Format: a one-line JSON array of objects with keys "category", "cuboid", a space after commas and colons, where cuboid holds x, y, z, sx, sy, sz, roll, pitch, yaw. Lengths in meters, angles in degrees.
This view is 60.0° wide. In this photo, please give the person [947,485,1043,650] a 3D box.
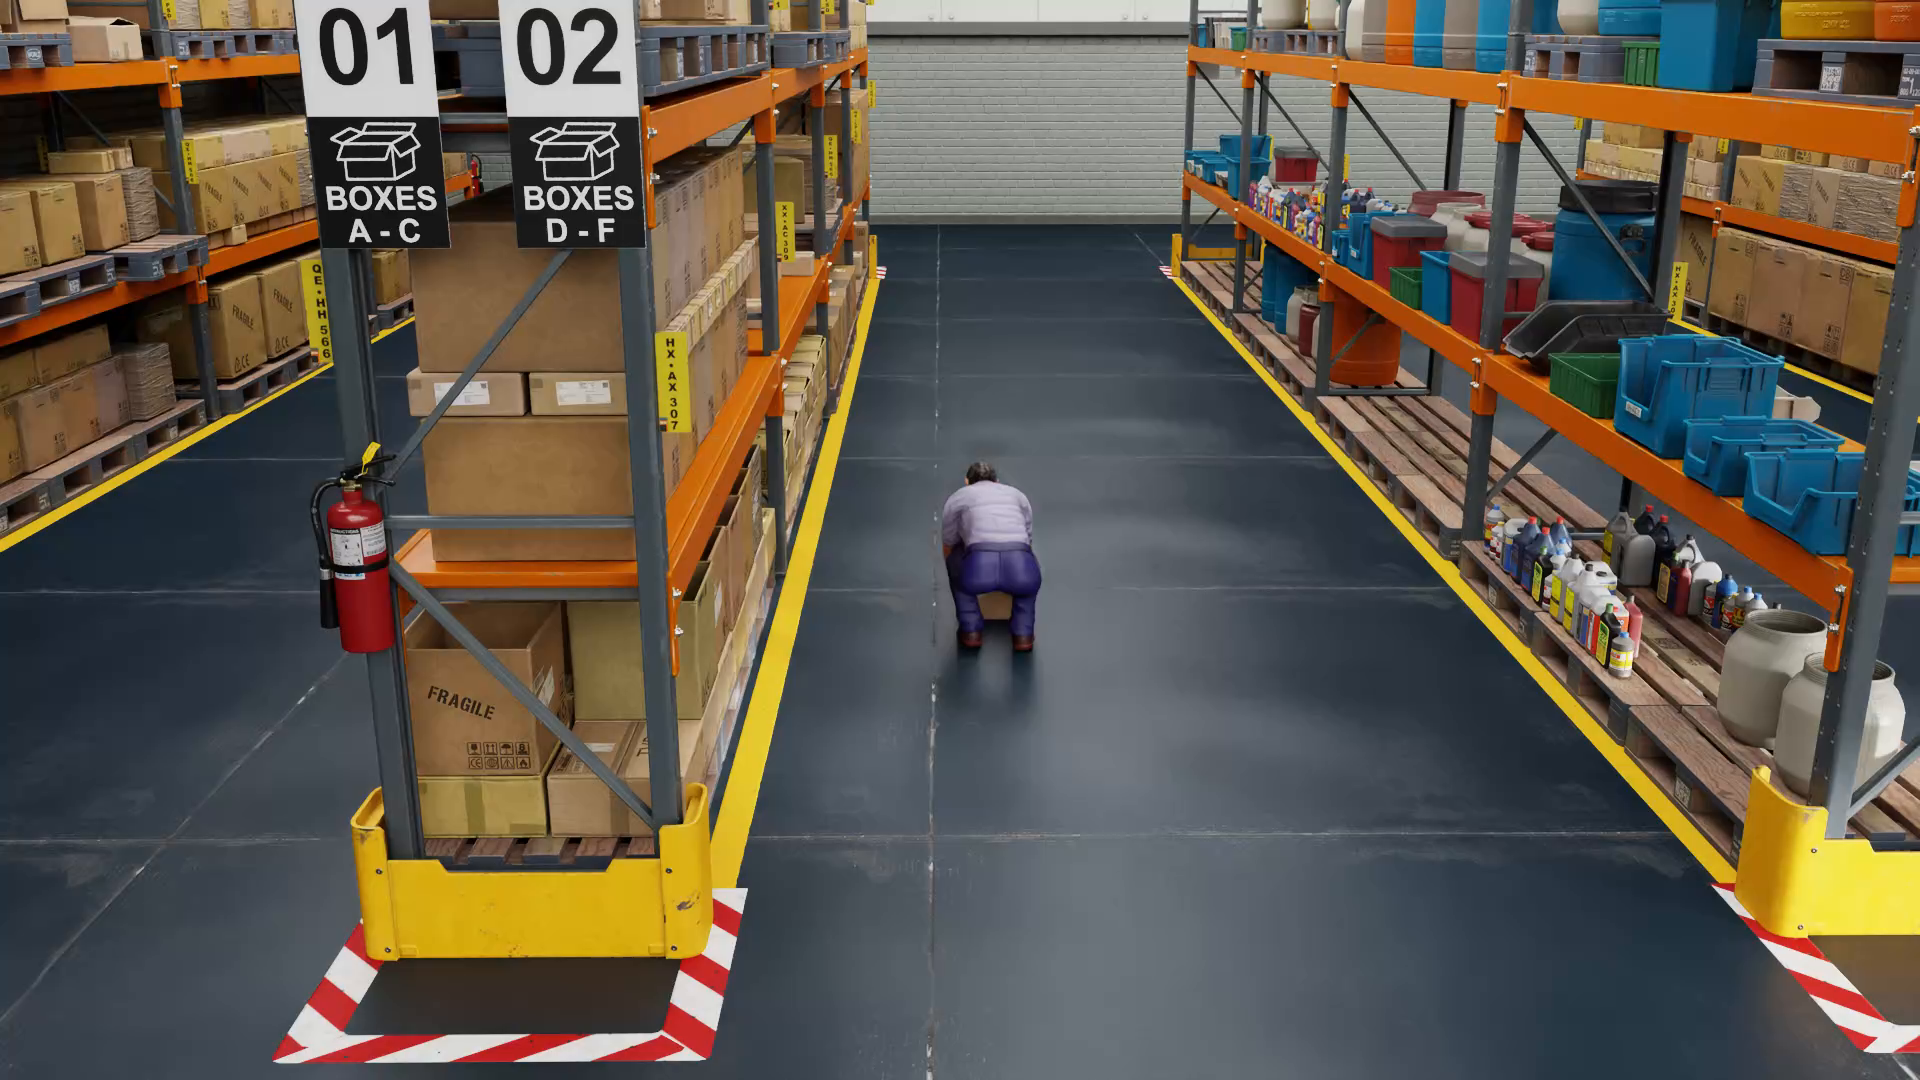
[{"category": "person", "cuboid": [0.181, 0.162, 8.670, 0.495, 0.727, 0.880, -1, 17, -2]}]
